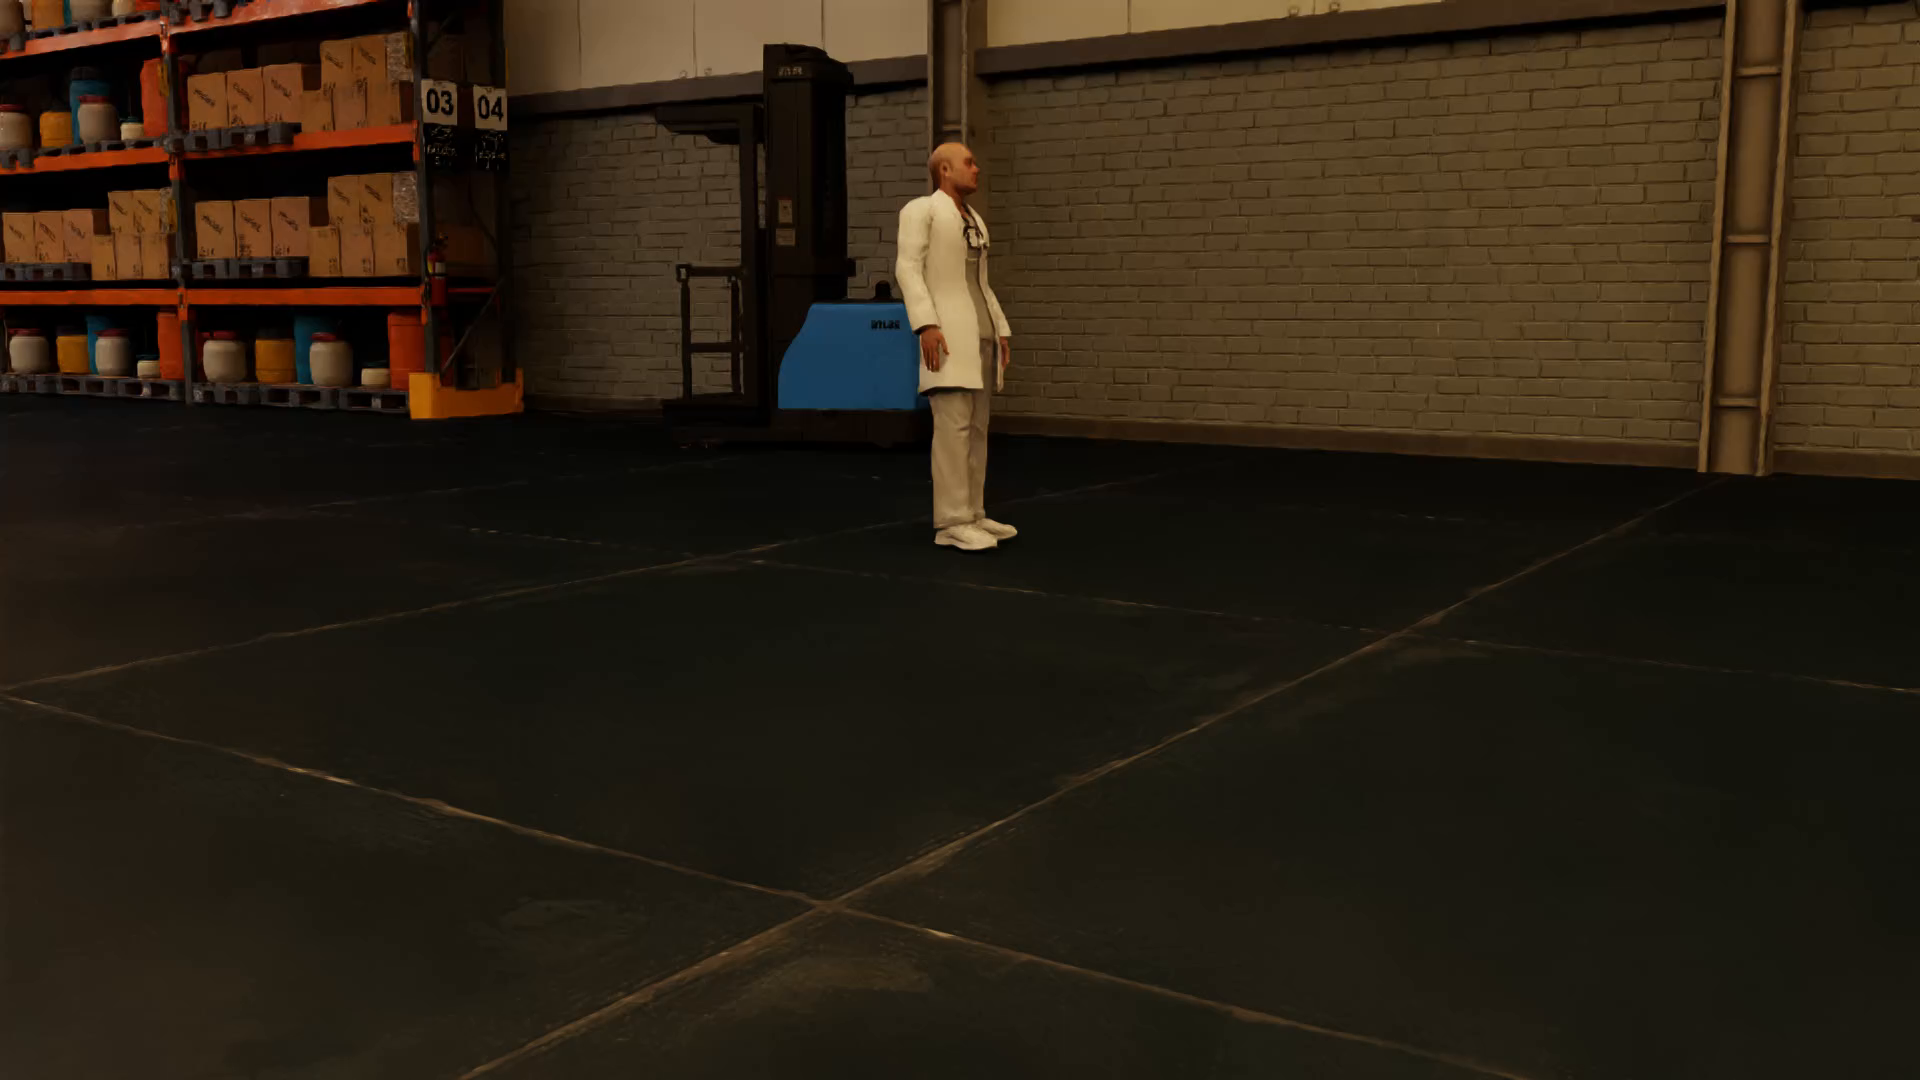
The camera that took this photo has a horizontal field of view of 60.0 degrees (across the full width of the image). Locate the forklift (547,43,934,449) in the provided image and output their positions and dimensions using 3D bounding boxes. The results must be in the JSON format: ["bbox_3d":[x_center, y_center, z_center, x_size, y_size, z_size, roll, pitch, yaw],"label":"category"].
[{"bbox_3d":[-1.657,-2.201,12.674,3.031,2.935,1.130,2,8,14],"label":"forklift"}]

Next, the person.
[{"bbox_3d":[0.073,-0.879,7.423,0.579,1.776,0.694,5,10,34],"label":"person"}]
